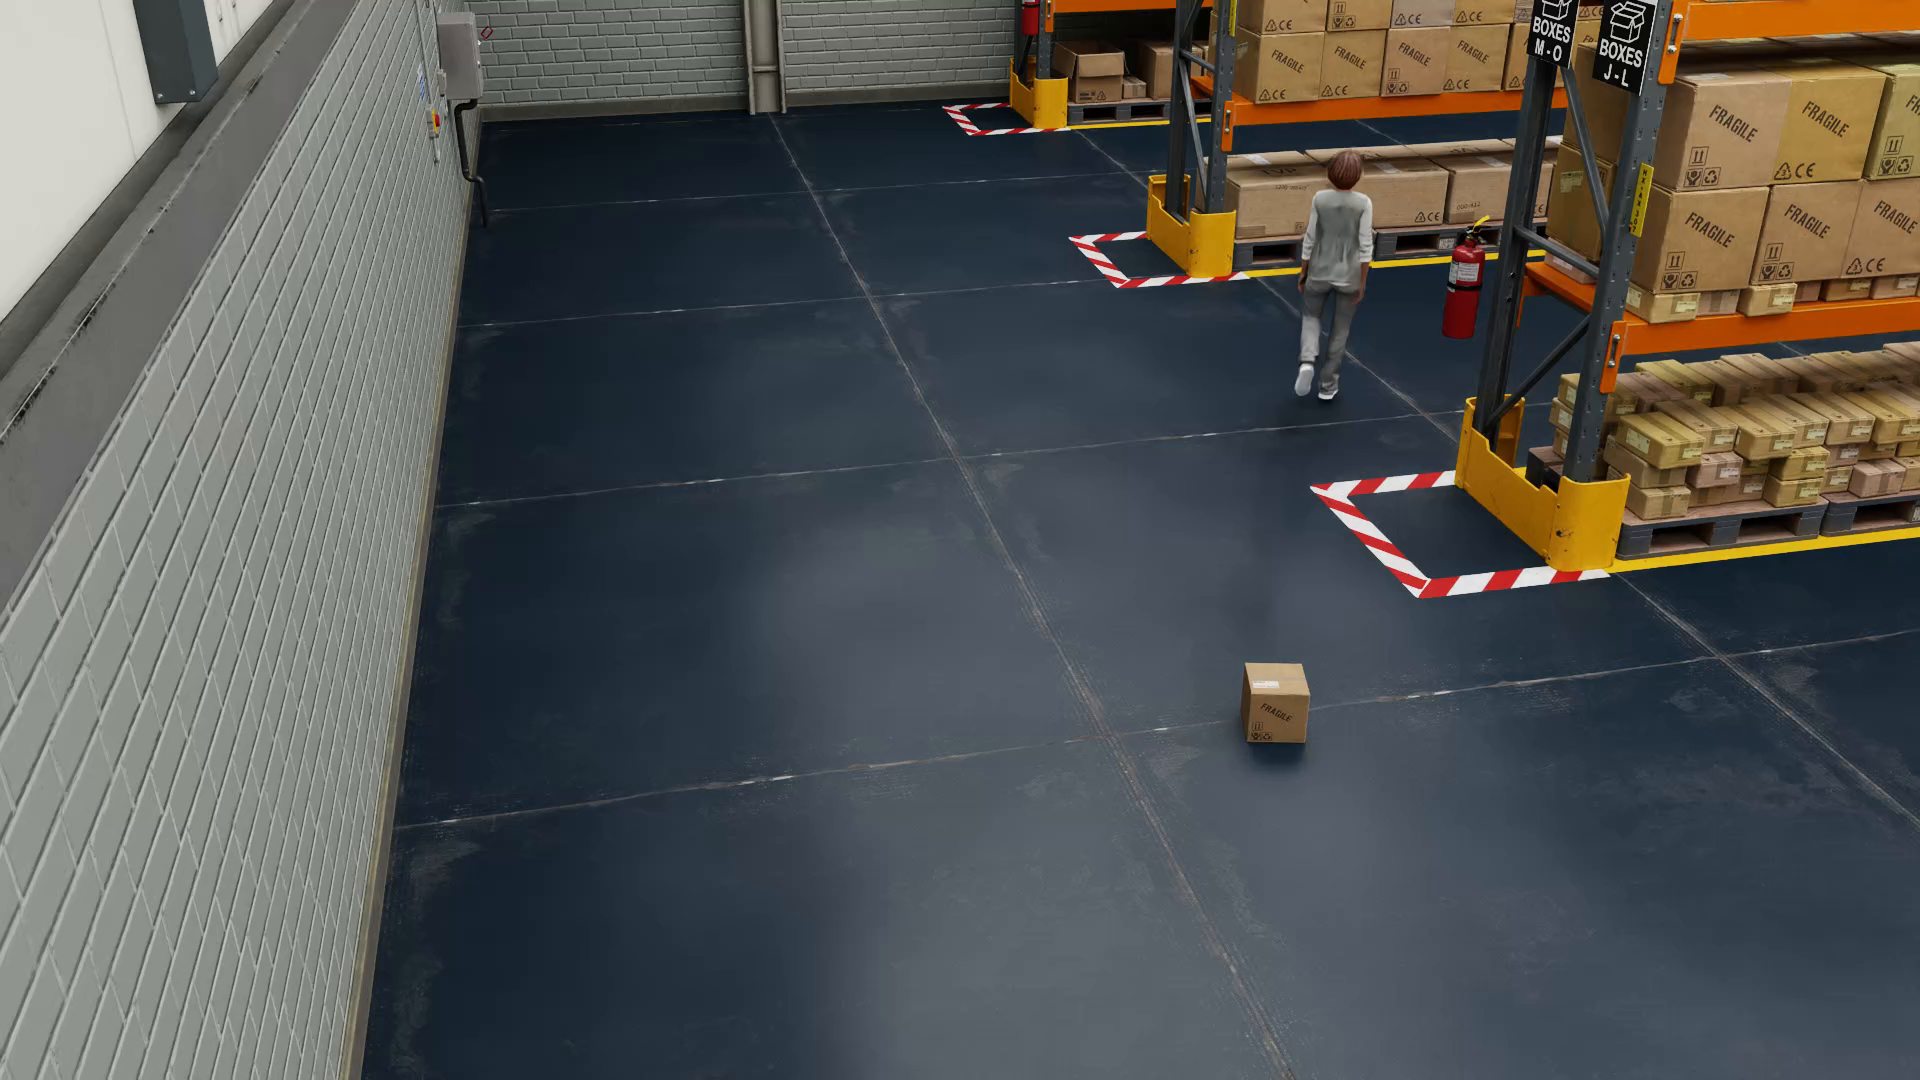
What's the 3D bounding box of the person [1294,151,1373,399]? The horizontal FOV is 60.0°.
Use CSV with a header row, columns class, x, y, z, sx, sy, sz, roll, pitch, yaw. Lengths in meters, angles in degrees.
class,x,y,z,sx,sy,sz,roll,pitch,yaw
person,2.282,-1.589,10.186,0.437,1.593,0.529,10,29,19
